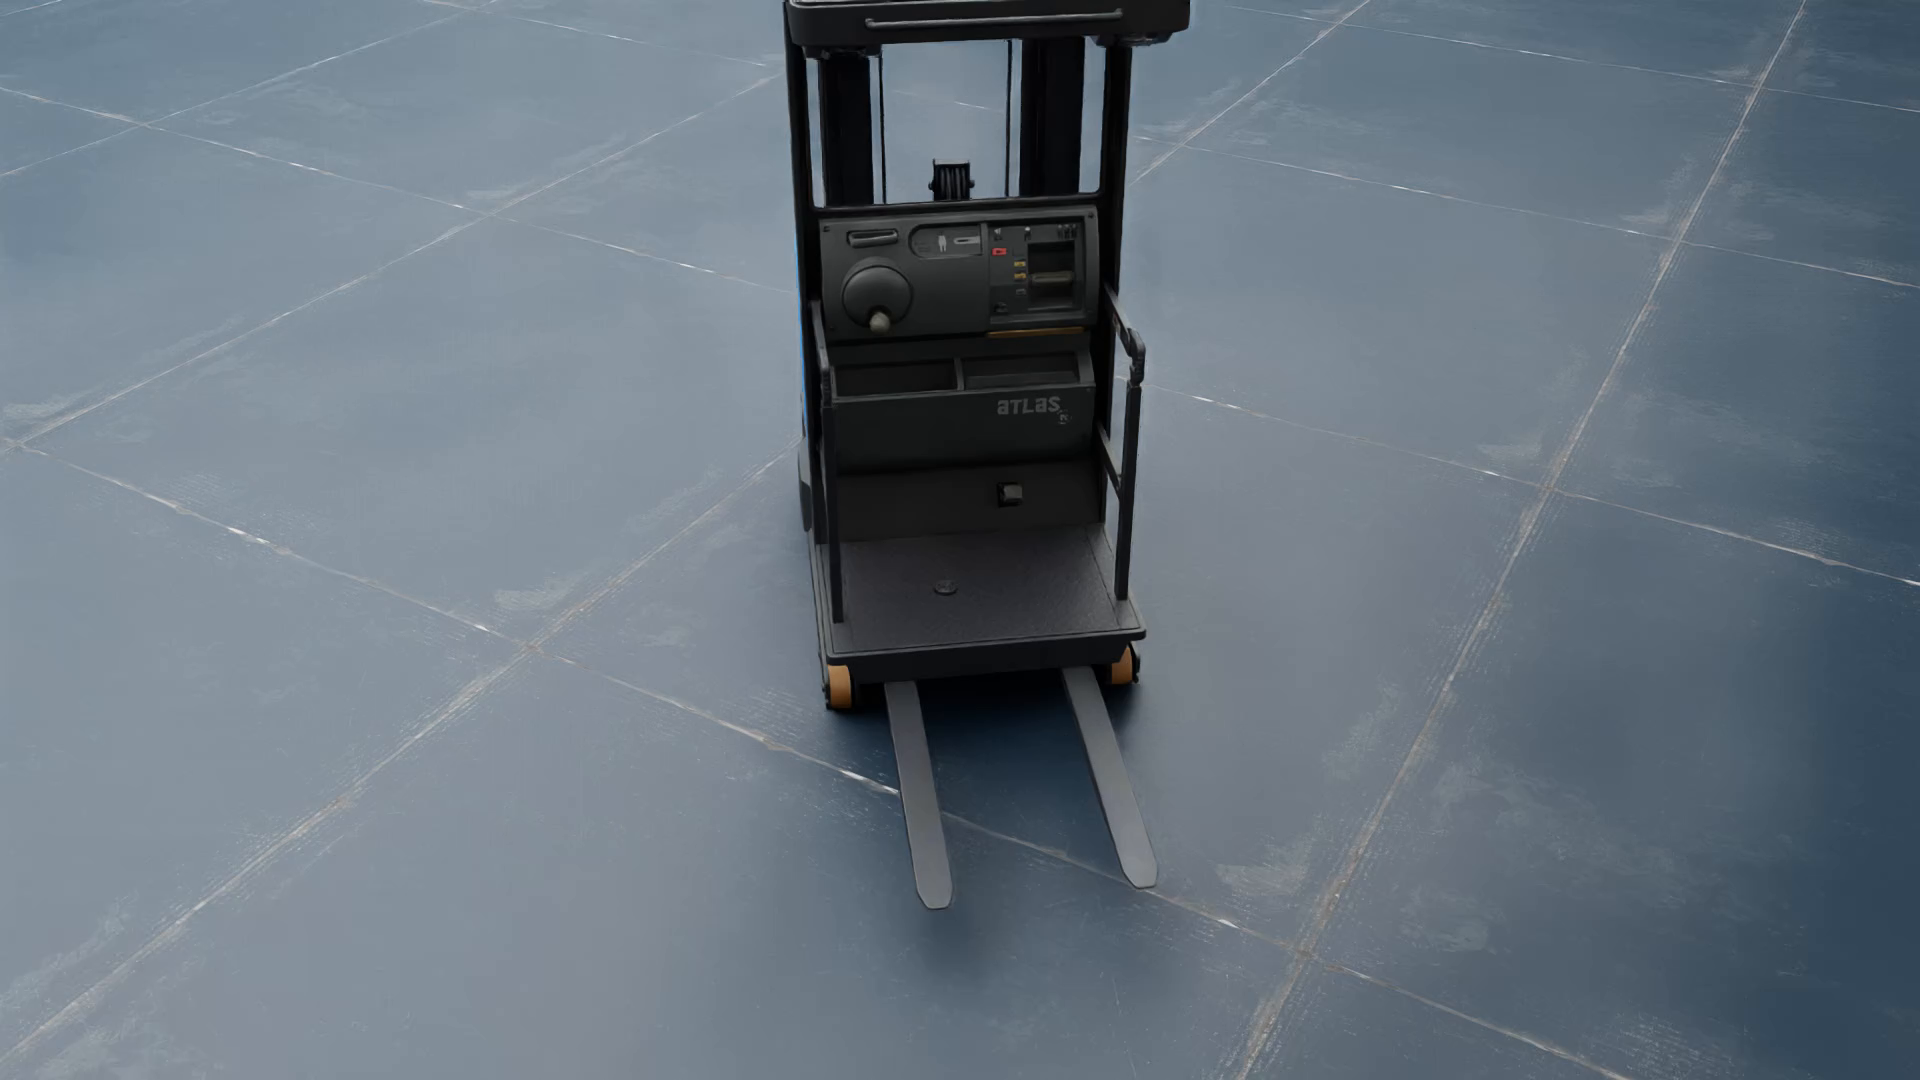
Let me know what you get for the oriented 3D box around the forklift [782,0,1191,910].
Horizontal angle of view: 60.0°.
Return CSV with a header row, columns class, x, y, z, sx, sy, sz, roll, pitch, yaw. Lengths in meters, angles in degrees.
class,x,y,z,sx,sy,sz,roll,pitch,yaw
forklift,0.034,-0.833,5.357,1.130,2.935,3.031,-4,34,-7
